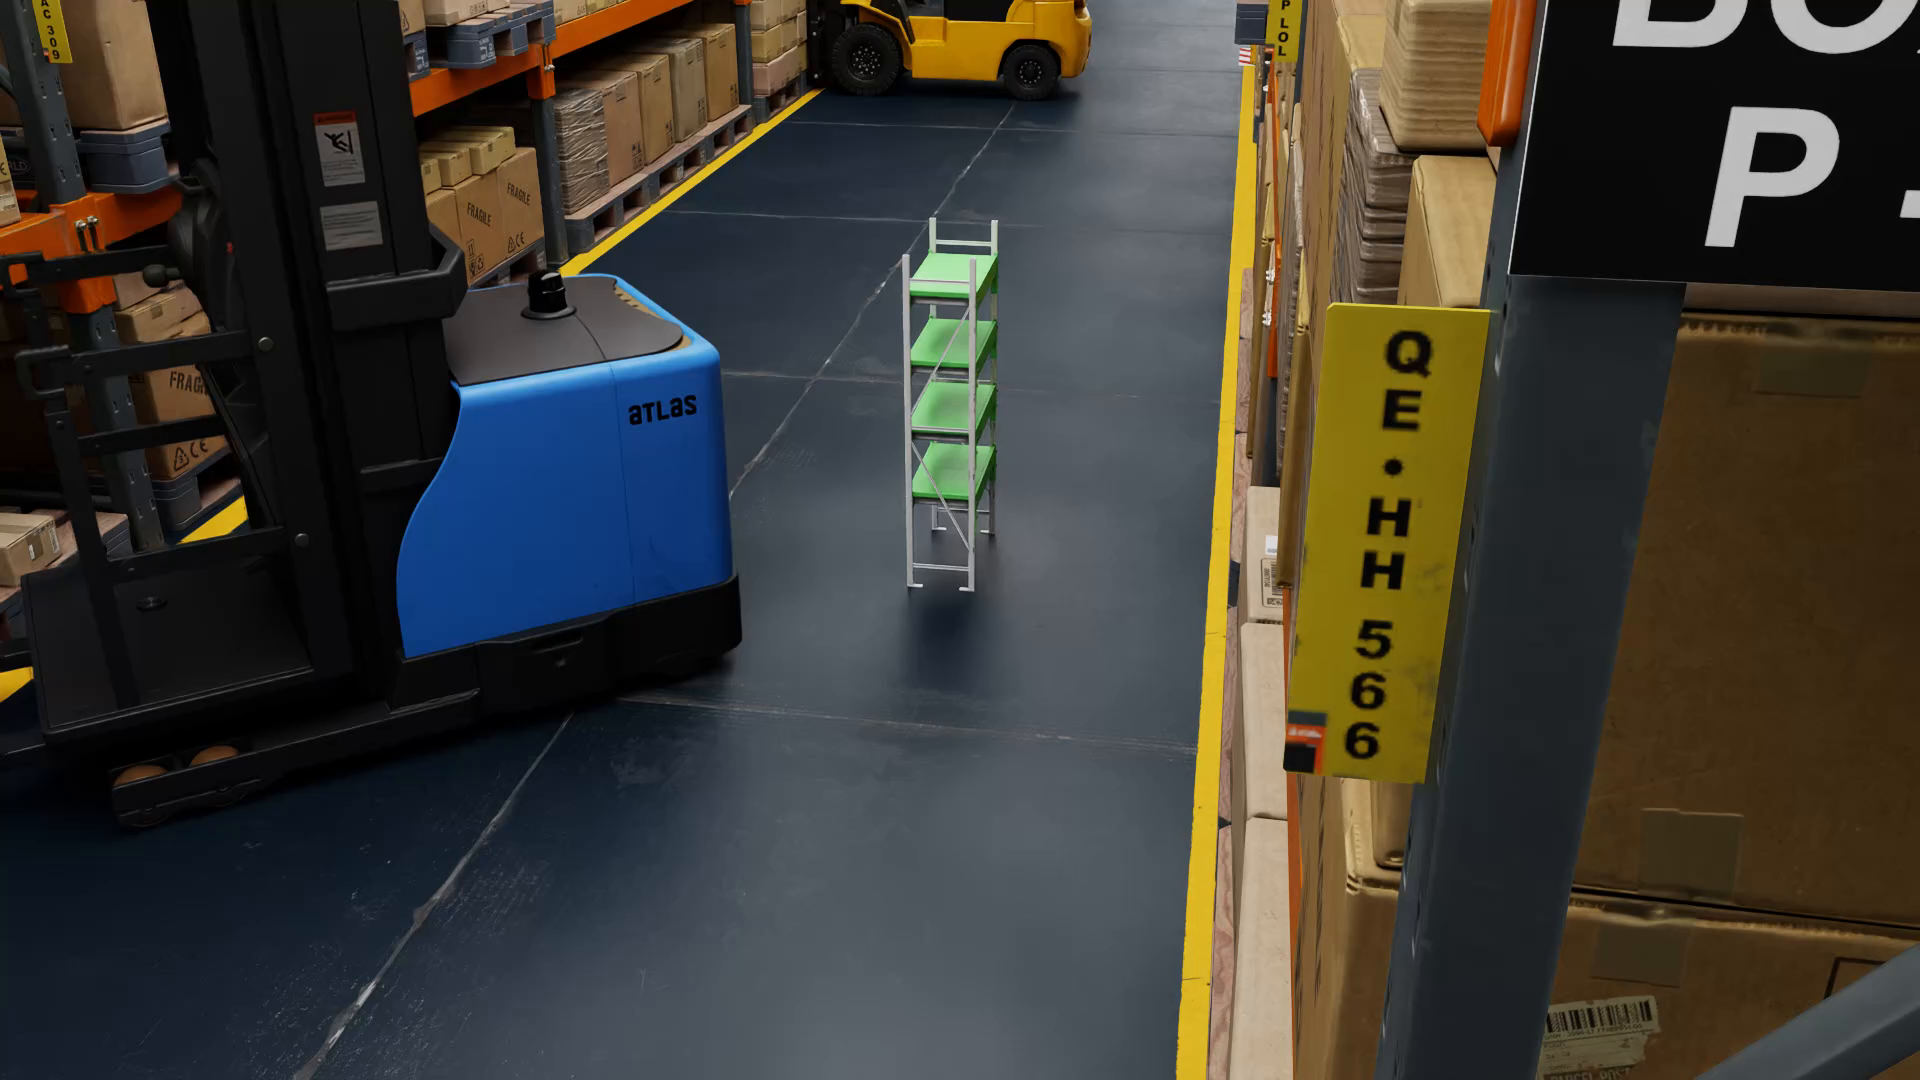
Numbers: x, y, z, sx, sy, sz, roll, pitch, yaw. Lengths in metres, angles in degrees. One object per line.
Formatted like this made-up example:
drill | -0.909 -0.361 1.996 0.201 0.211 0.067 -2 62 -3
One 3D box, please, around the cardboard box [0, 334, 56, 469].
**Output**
cardboard box | -3.656 -0.613 6.474 0.500 0.500 0.500 4 25 8

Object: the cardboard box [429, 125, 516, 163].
cardboard box | -2.622 -2.130 8.950 0.380 0.149 0.250 3 25 6

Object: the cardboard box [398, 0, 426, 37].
cardboard box | -2.875 -2.543 7.528 0.797 0.503 0.637 3 25 7

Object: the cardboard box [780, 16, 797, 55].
cardboard box | -1.673 -4.238 13.924 0.500 0.250 0.500 4 25 8

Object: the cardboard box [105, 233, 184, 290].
cardboard box | -3.128 -1.059 6.312 0.380 0.149 0.250 3 25 6

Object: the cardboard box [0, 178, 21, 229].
cardboard box | -3.248 -1.064 5.282 0.380 0.149 0.250 4 25 9

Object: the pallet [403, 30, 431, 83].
pallet | -3.104 -2.101 7.427 1.003 0.211 1.213 4 25 9

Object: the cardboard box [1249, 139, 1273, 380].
cardboard box | 1.762 -1.232 7.354 0.875 0.875 0.875 4 25 9

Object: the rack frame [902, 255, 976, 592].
rack frame | -0.067 -0.372 5.630 0.240 1.200 0.015 4 25 9

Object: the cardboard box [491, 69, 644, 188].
cardboard box | -2.576 -2.650 10.680 0.875 0.625 0.625 5 26 10

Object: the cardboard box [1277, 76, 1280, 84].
cardboard box | 1.712 -2.188 7.564 0.500 0.250 0.500 3 25 7

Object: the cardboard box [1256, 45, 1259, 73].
cardboard box | 2.842 -4.190 14.411 0.500 0.250 0.500 6 26 12

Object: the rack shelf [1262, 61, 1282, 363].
rack shelf | 1.780 -1.497 6.759 1.077 0.370 4.000 4 25 9

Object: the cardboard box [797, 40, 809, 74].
cardboard box | -1.595 -4.229 14.494 0.500 0.250 0.500 4 25 9

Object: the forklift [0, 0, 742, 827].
forklift | -2.242 -0.796 4.493 3.031 2.935 1.130 -14 28 -27

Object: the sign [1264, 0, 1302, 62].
sign | 0.916 -1.509 4.663 0.100 0.325 0.005 4 25 9

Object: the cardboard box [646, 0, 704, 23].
cardboard box | -2.248 -4.292 13.449 0.500 0.250 0.500 5 25 10

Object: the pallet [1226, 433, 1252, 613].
pallet | 1.505 -0.052 6.111 1.003 0.211 1.213 4 25 9

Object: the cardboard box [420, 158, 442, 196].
cardboard box | -2.810 -1.799 8.243 0.380 0.149 0.250 5 26 10

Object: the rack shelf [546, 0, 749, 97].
rack shelf | -2.464 -3.513 11.065 1.077 0.370 4.000 4 25 9

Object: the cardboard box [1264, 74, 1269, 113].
cardboard box | 2.677 -3.113 11.967 0.950 0.372 0.625 4 25 9

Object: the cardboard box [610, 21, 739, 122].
cardboard box | -2.211 -3.571 12.646 0.875 0.625 0.625 5 26 11

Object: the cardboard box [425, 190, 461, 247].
cardboard box | -2.823 -1.441 8.243 0.500 0.500 0.500 5 26 11

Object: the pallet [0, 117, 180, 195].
pallet | -3.206 -1.569 6.289 1.003 0.211 1.213 4 25 9

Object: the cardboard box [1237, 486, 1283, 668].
cardboard box | 1.244 0.239 4.729 0.875 0.438 0.875 4 25 8

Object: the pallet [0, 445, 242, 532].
pallet | -3.349 -0.409 6.875 1.003 0.211 1.213 4 25 9

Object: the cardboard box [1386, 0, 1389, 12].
cardboard box | 0.815 -0.807 2.373 0.380 0.149 0.250 5 25 10

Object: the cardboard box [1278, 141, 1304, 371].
cardboard box | 1.032 -0.644 3.969 0.500 0.500 0.500 4 25 9

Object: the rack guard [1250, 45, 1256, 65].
rack guard | 3.402 -4.842 16.004 1.175 0.500 0.348 4 25 9

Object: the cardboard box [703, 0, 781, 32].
cardboard box | -1.749 -4.253 13.367 0.500 0.250 0.500 4 25 8

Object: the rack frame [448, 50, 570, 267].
rack frame | -2.791 -3.002 9.125 1.000 3.000 0.127 4 25 9

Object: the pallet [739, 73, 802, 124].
pallet | -1.966 -3.742 13.995 1.003 0.211 1.213 4 25 9

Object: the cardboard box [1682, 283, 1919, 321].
cardboard box | 0.660 -0.270 1.225 0.380 0.149 0.250 4 25 9

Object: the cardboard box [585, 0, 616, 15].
cardboard box | -2.390 -3.313 9.966 0.500 0.250 0.500 3 25 7

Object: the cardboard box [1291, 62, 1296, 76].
cardboard box | 1.278 -1.689 5.023 0.500 0.500 0.500 5 26 10

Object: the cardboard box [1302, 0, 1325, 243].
cardboard box | 0.953 -0.878 3.290 0.500 0.500 0.500 4 25 10

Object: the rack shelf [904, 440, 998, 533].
rack shelf | -0.027 -0.199 5.977 0.258 0.148 0.480 4 25 9

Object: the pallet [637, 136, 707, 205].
pallet | -2.416 -2.589 11.533 1.003 0.211 1.213 4 25 9

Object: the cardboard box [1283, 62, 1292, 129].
cardboard box | 1.360 -1.556 5.623 0.500 0.250 0.500 5 25 10

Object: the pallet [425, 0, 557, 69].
pallet | -2.832 -2.627 8.550 1.213 0.211 1.003 4 25 9

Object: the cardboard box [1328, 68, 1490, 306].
cardboard box | 0.700 -0.251 1.950 0.500 0.500 0.500 4 25 9

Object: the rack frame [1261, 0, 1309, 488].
rack frame | 1.453 -0.987 4.820 1.000 3.000 0.127 4 25 9

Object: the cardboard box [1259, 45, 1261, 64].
cardboard box | 2.674 -4.096 13.326 0.500 0.500 0.500 4 25 9

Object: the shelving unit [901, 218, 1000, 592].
shelving unit | -0.027 -0.474 5.848 0.258 1.200 0.503 4 25 9

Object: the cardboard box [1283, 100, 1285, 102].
cardboard box | 1.463 -1.546 6.192 0.500 0.250 0.500 3 25 7

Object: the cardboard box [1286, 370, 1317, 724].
cardboard box | 0.788 -0.004 2.602 0.500 0.500 0.500 5 26 10

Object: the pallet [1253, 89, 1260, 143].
pallet | 2.835 -3.353 13.164 1.003 0.211 1.213 4 25 9
